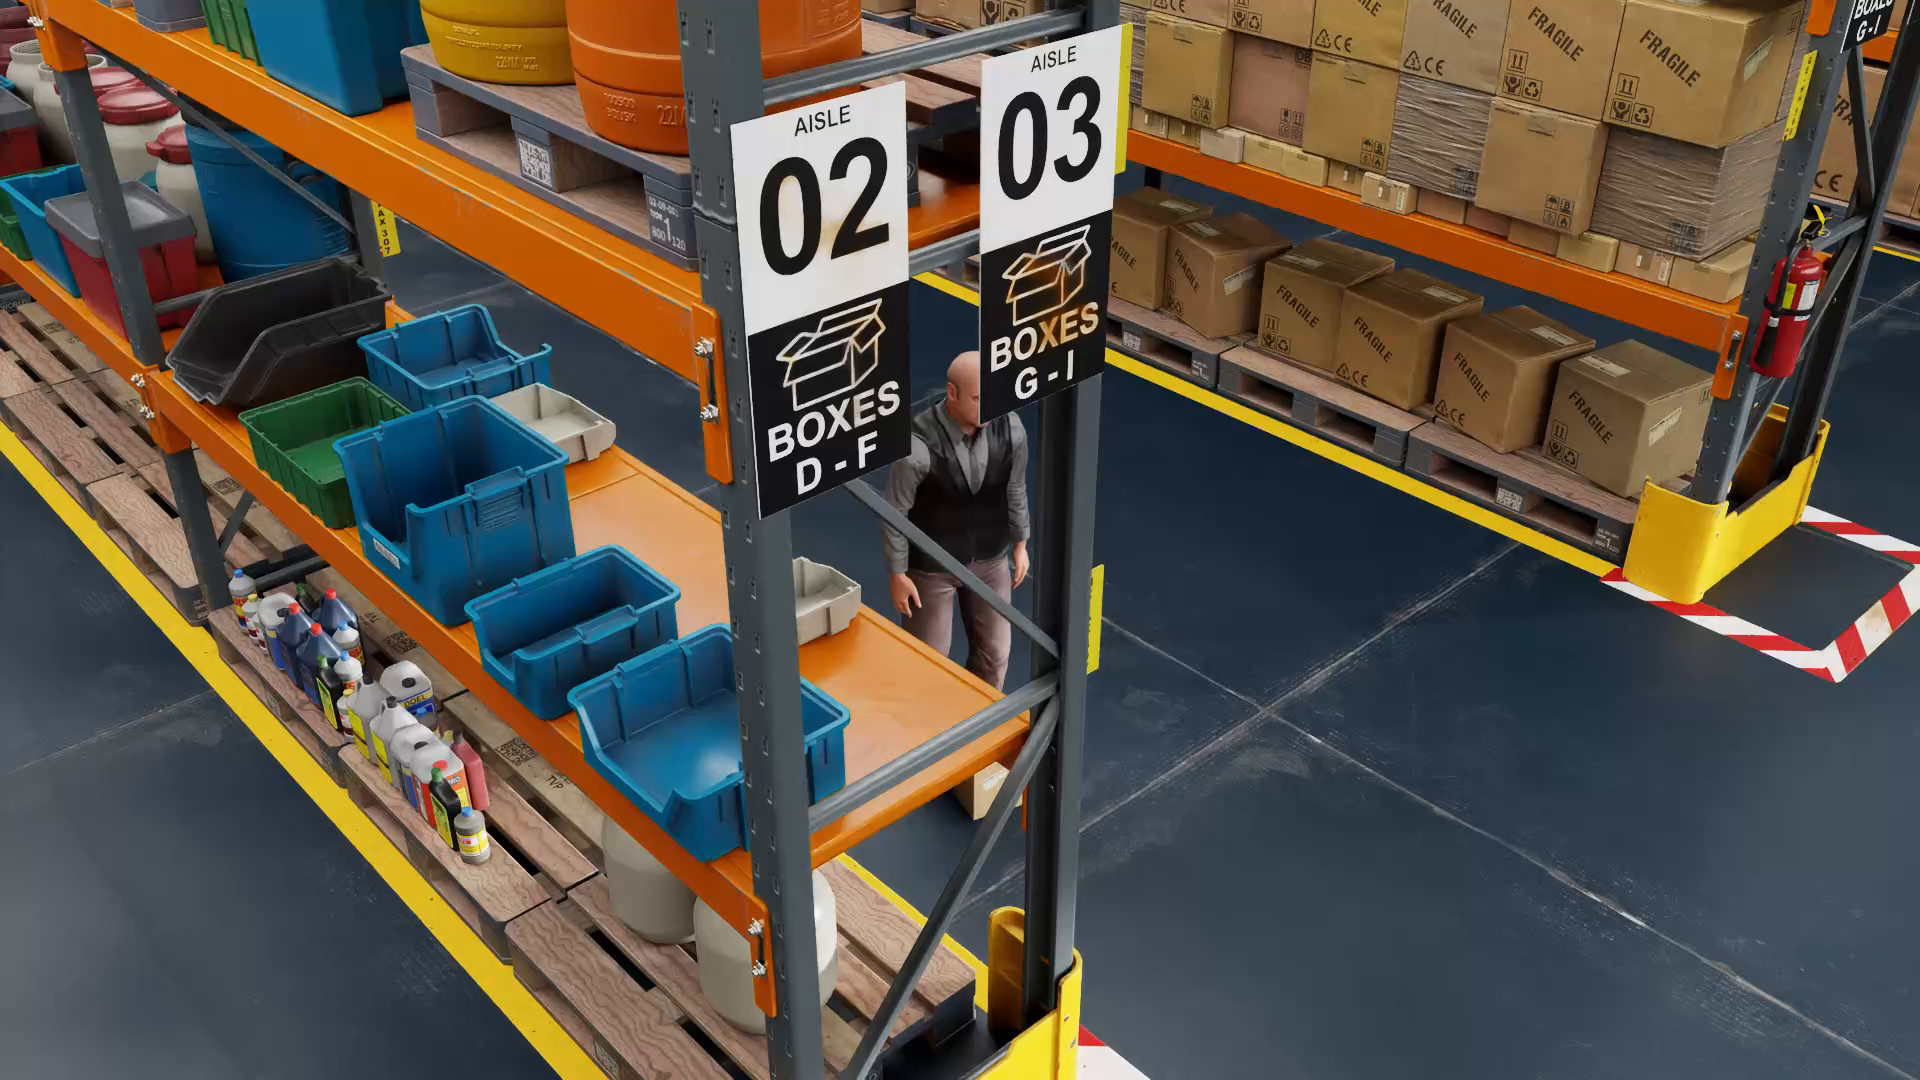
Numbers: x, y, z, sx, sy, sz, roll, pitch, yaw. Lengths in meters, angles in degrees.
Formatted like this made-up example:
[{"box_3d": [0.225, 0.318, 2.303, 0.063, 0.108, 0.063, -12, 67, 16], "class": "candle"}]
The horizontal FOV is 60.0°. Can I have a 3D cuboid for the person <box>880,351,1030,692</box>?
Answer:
[{"box_3d": [-0.002, 0.093, 6.008, 0.582, 1.718, 0.475, -15, 35, -23], "class": "person"}]
